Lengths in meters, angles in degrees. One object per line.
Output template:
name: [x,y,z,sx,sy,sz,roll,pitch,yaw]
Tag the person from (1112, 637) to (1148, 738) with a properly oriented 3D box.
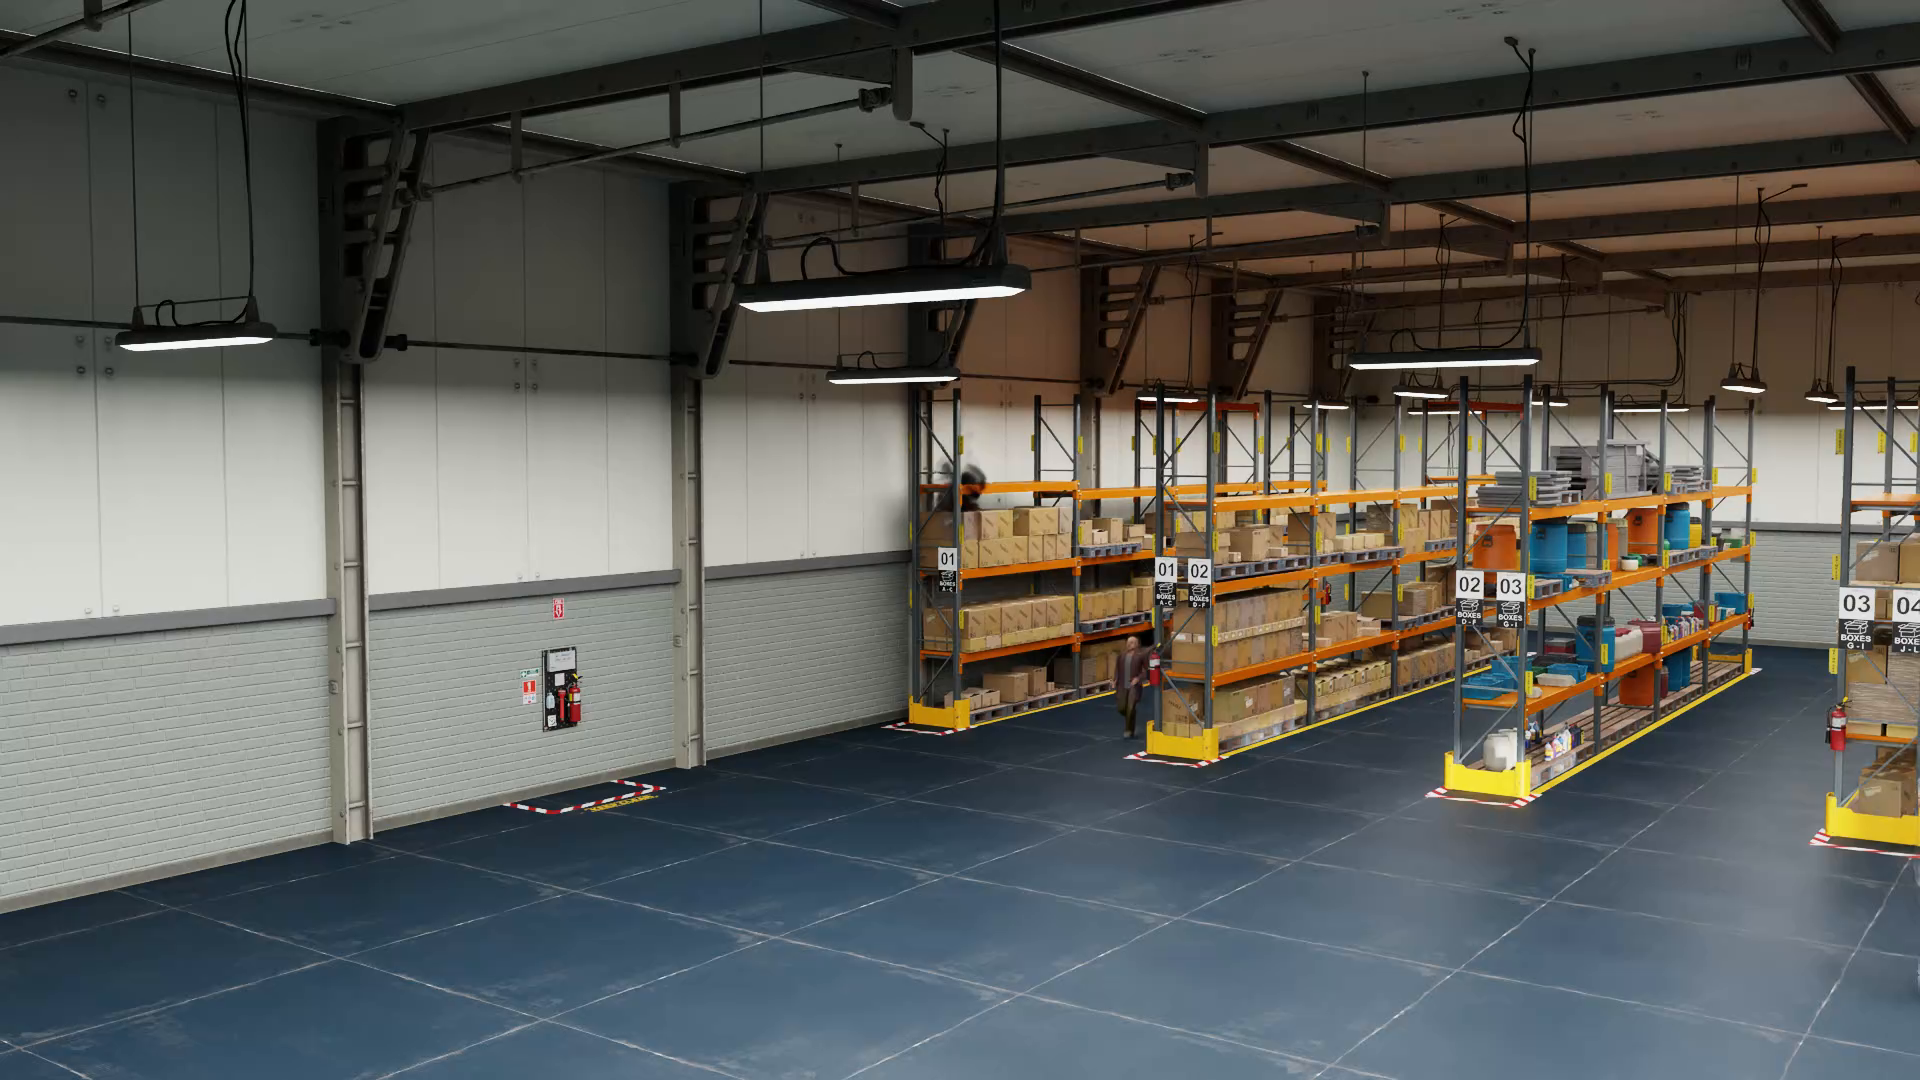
person: [2.949,2.515,28.541,0.707,1.722,0.632,2,4,28]
